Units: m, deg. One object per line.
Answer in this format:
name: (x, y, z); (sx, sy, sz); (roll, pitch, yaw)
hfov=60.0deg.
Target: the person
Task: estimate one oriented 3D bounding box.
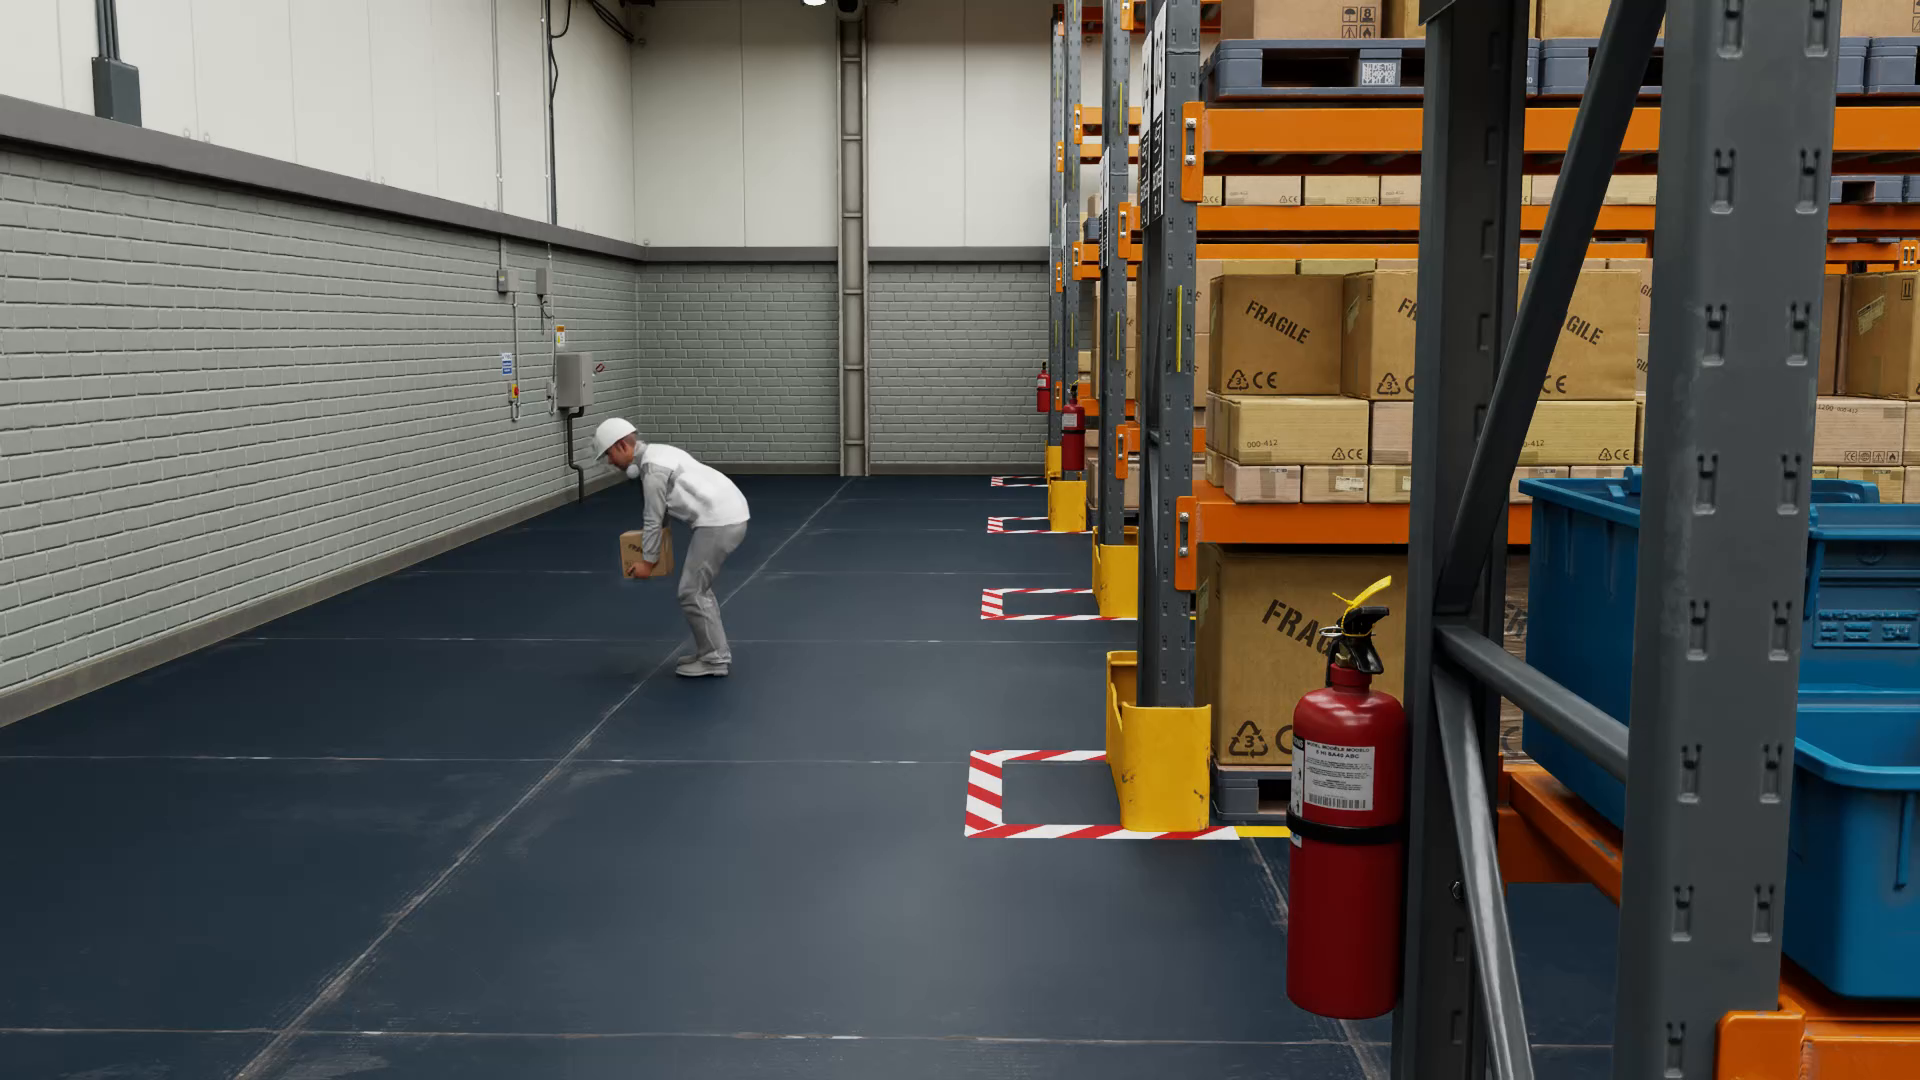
person: (-1.651, 0.034, 9.596); (0.870, 1.477, 0.467); (0, 7, 0)
